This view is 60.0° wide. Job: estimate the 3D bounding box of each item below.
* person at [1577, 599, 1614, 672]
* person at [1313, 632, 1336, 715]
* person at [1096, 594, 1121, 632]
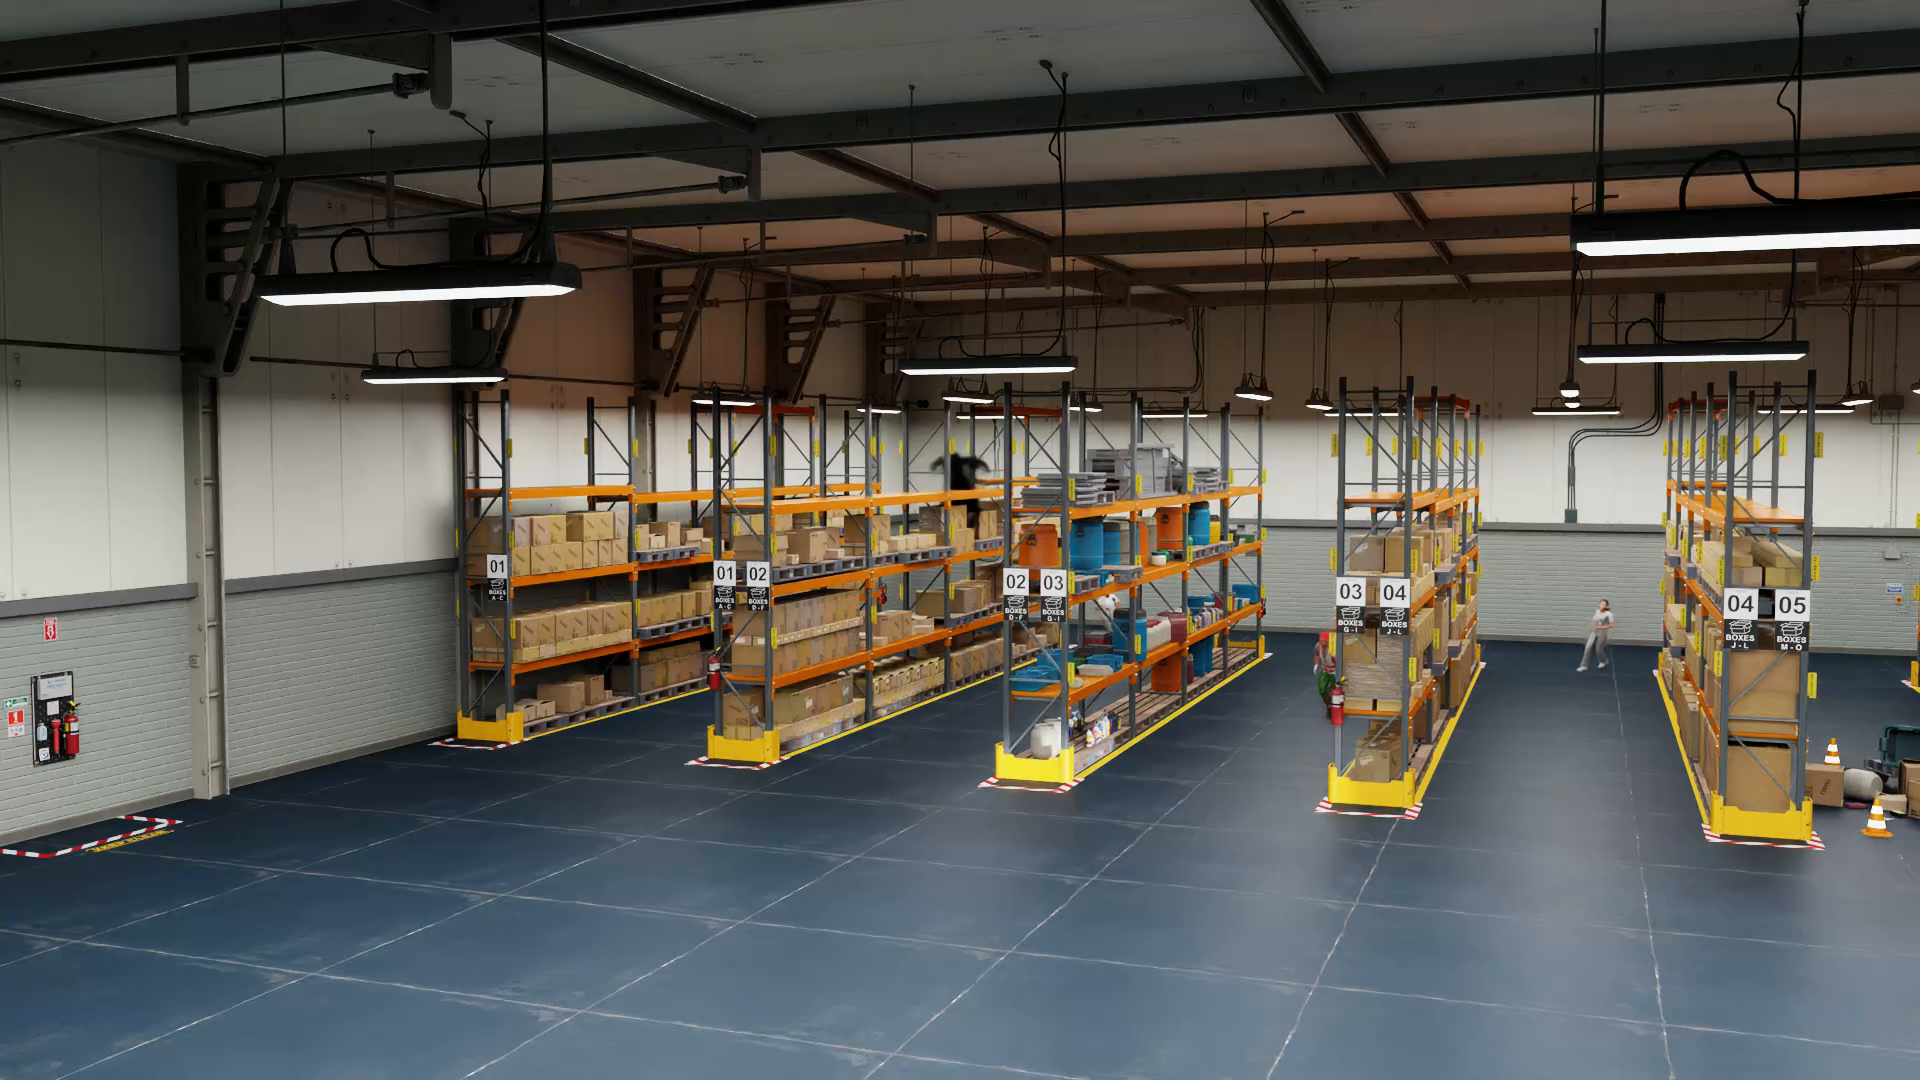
[{"bbox_3d":[14.319,2.123,37.150,0.934,1.624,0.629,-2,4,-38],"label":"person"},{"bbox_3d":[6.978,2.488,31.239,0.658,1.600,1.013,2,4,33],"label":"person"},{"bbox_3d":[3.686,1.937,40.914,0.704,1.653,0.826,0,3,5],"label":"person"}]
